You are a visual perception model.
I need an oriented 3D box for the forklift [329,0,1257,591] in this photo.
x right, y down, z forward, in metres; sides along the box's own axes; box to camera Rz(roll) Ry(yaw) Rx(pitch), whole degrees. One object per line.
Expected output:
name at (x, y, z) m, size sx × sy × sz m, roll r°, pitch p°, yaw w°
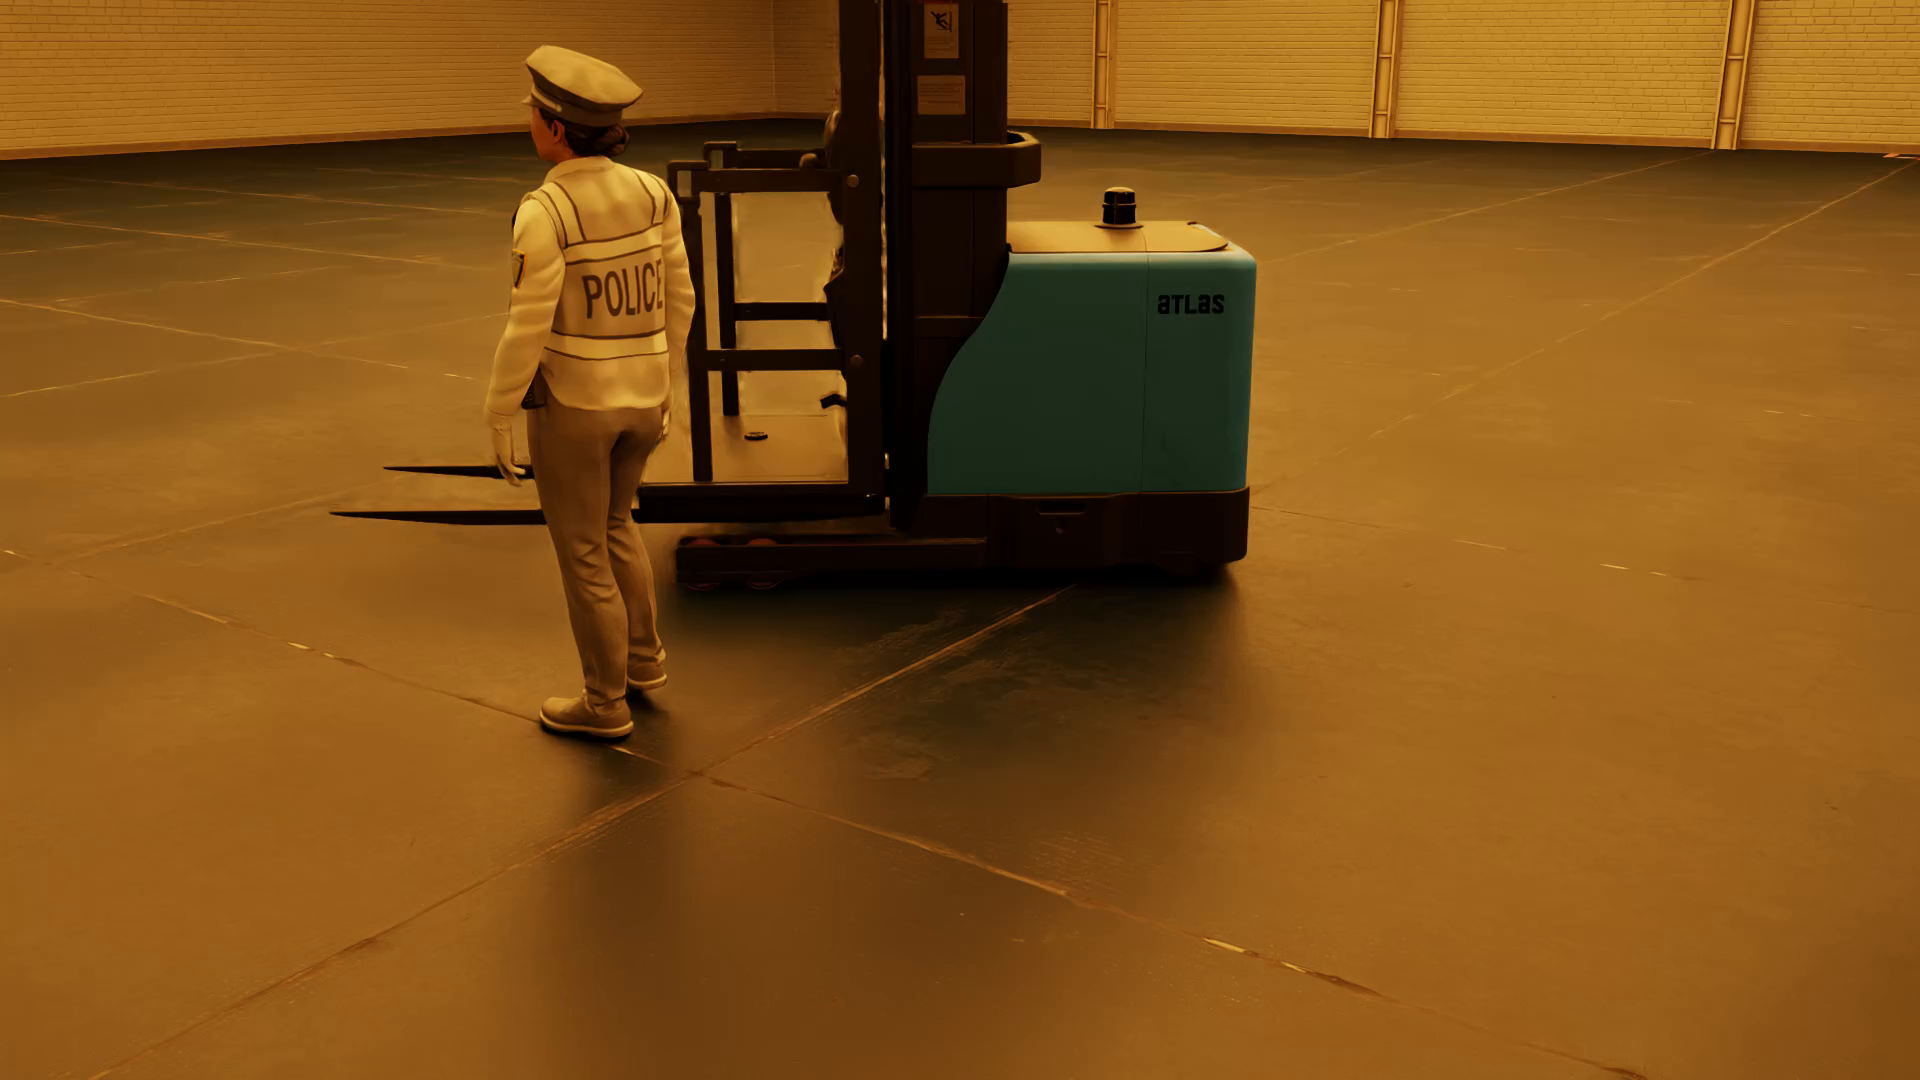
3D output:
forklift at (-0.578, -1.394, 5.493) m, size 3.031 × 2.935 × 1.130 m, roll -1°, pitch 17°, yaw -2°

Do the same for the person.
person at (-0.942, -0.332, 4.083) m, size 0.512 × 1.696 × 0.589 m, roll 12°, pitch 21°, yaw 35°
